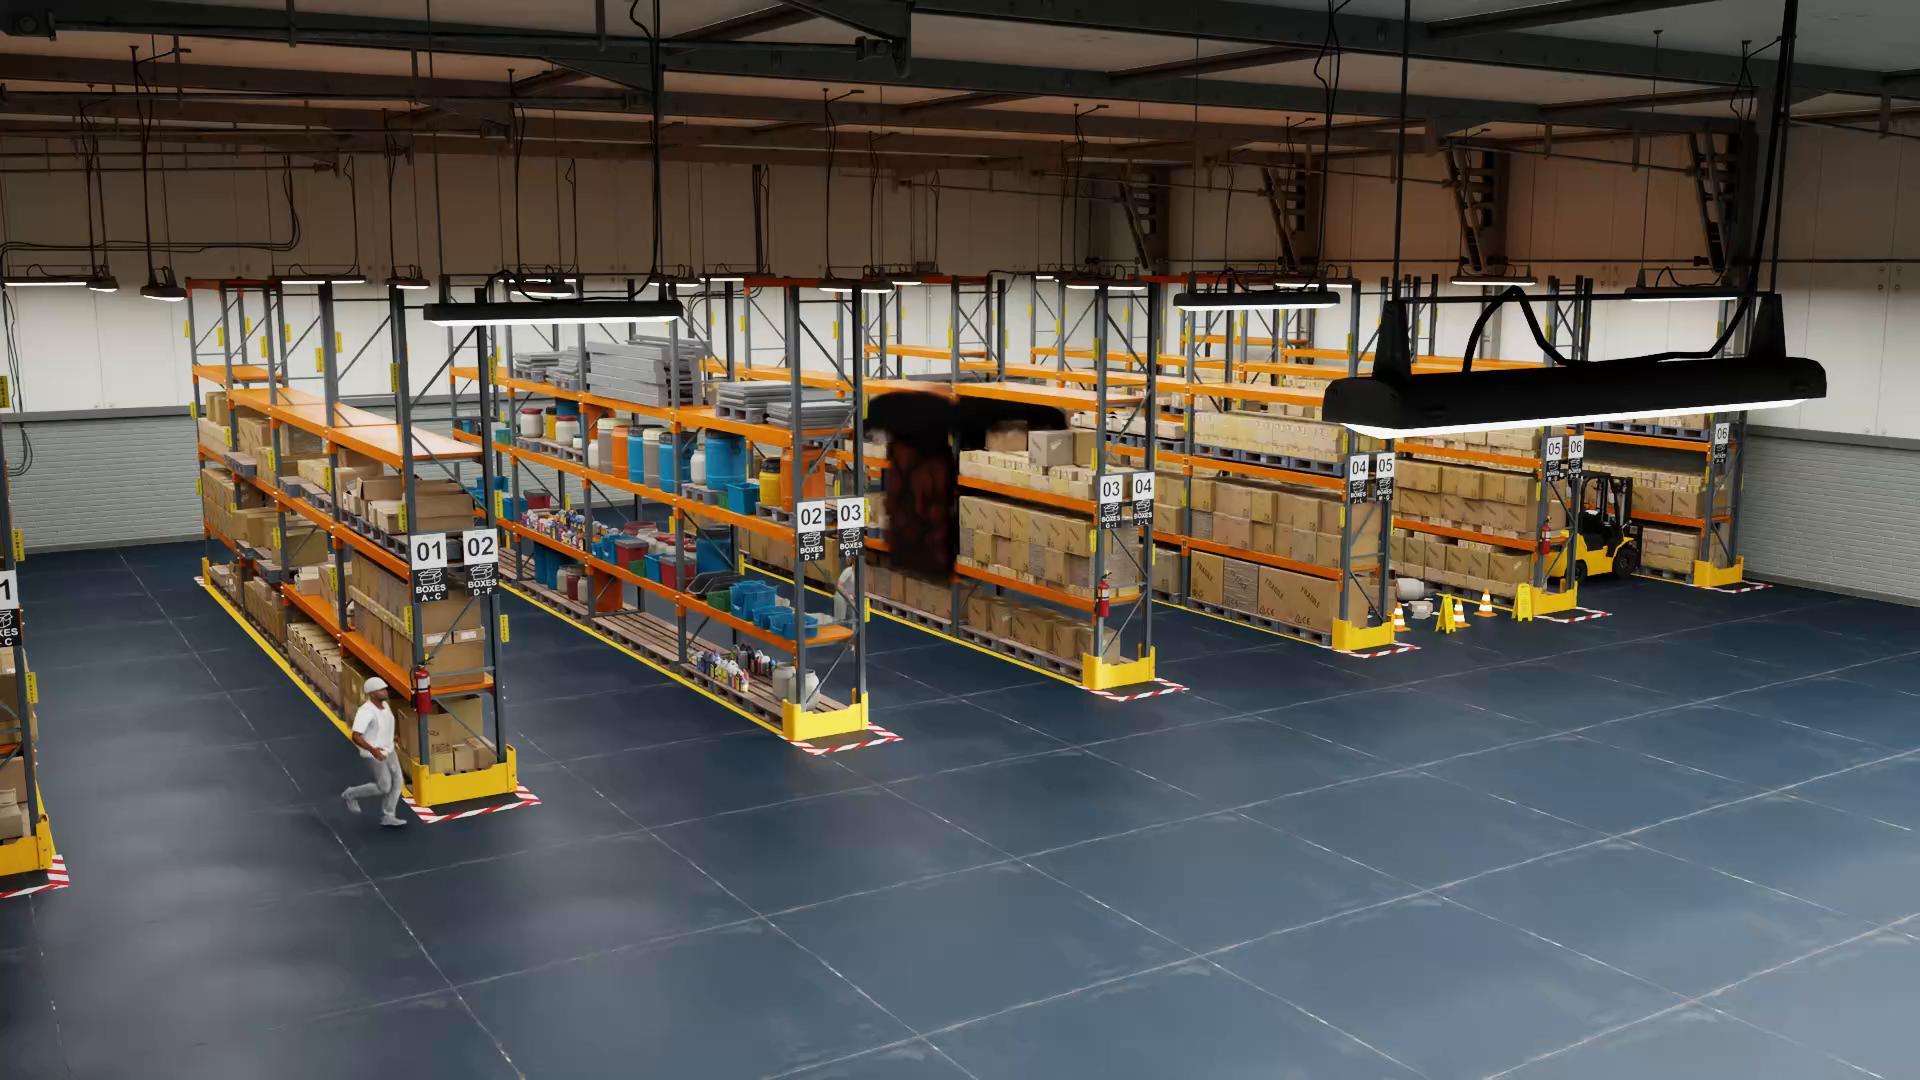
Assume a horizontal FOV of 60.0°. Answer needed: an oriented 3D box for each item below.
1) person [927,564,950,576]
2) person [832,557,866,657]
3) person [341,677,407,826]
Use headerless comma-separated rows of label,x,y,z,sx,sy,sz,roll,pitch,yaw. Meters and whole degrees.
person,-0.419,-0.030,33.753,0.867,1.537,0.549,9,13,44
person,-1.855,0.973,25.996,0.998,1.624,0.588,5,11,30
person,-6.608,2.384,18.724,0.721,1.724,0.706,2,10,10
